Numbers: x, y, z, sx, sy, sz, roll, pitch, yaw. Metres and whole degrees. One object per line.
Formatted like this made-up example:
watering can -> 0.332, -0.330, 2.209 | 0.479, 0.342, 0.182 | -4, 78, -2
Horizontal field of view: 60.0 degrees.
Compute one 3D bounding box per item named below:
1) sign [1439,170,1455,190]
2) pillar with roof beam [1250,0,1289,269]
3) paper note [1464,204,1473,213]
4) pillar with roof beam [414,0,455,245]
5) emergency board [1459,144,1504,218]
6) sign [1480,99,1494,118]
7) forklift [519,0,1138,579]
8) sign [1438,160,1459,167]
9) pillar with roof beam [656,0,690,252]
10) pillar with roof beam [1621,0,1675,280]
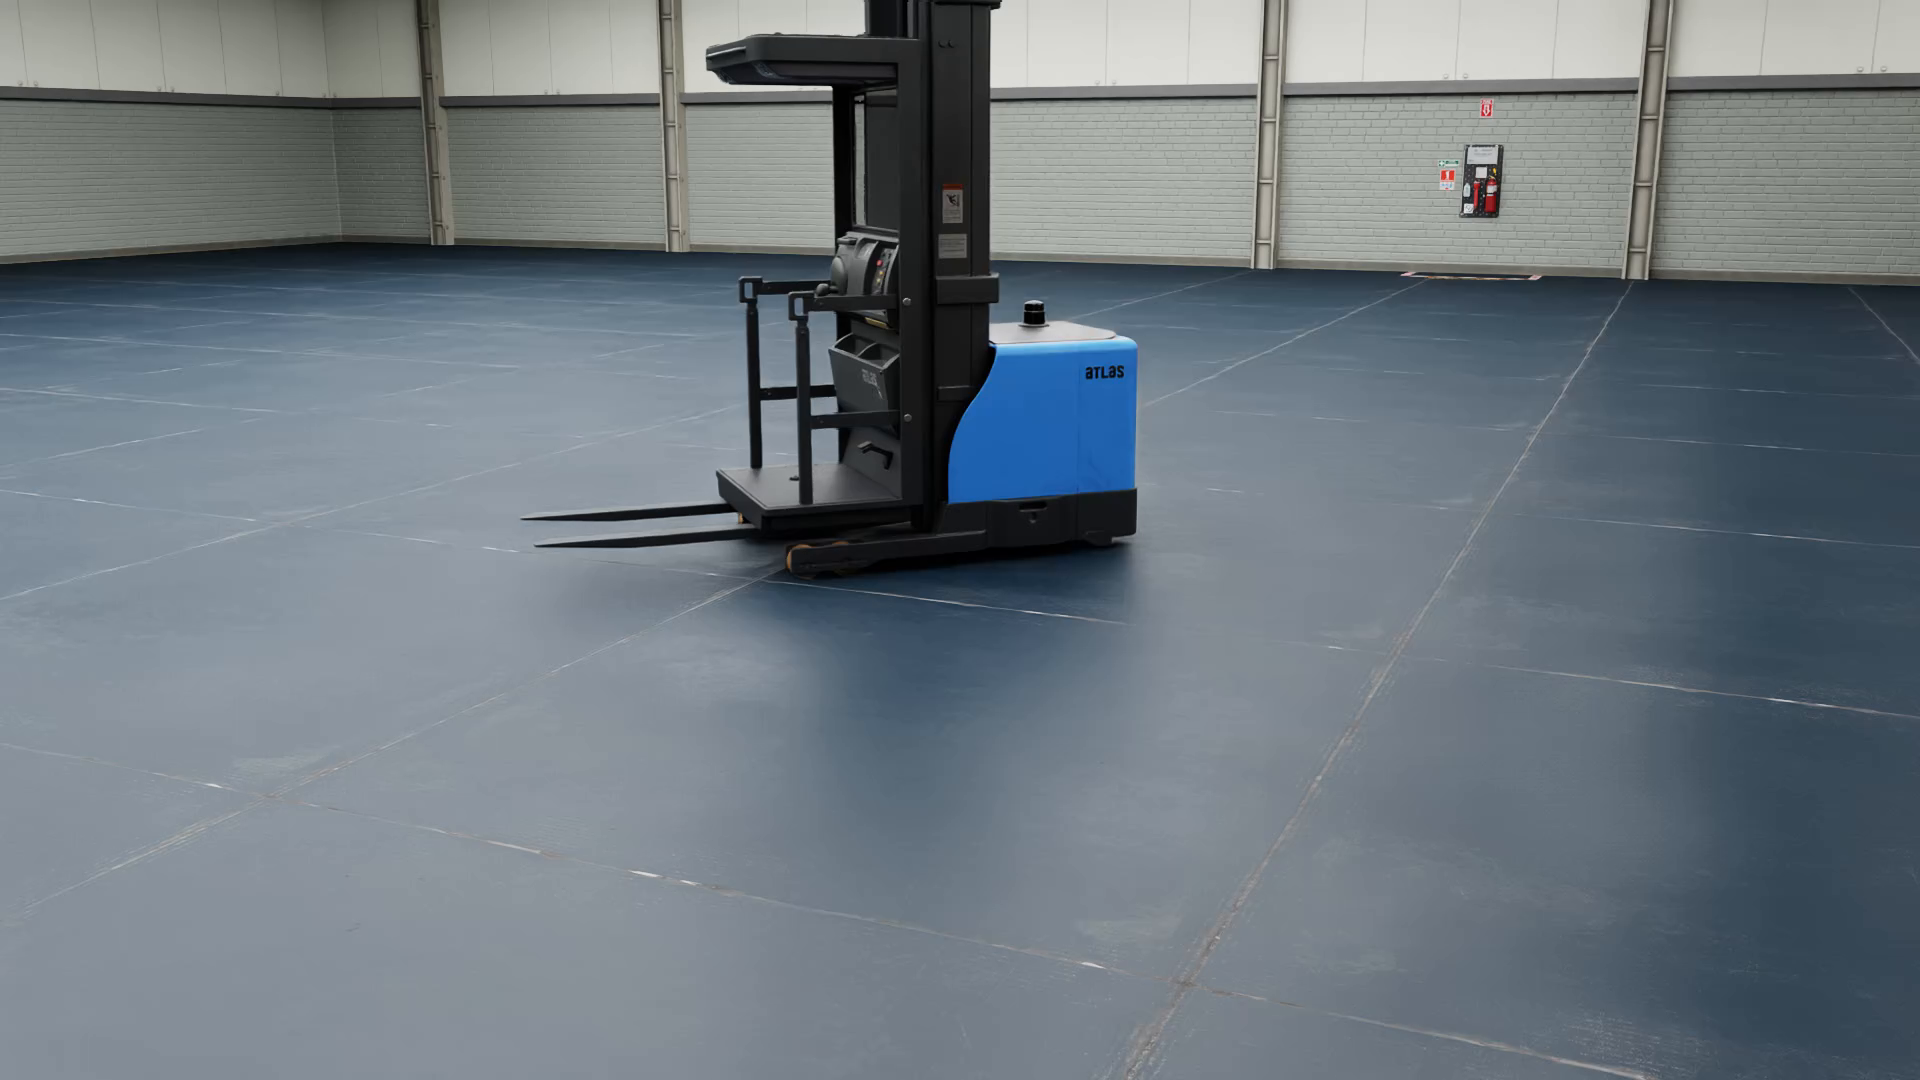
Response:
sign -> 8.055, -5.953, 27.482 | 0.234, 0.329, 0.001 | 6, 14, 23
pillar with roof beam -> 3.533, -8.203, 24.016 | 0.400, 9.000, 9.100 | 6, 14, 23
paper note -> 8.385, -5.465, 27.408 | 0.142, 0.148, 0.016 | 6, 14, 23
pillar with roof beam -> -12.924, -9.869, 31.114 | 0.400, 9.000, 9.100 | 6, 14, 23
emergency board -> 8.519, -5.863, 27.176 | 0.643, 1.169, 0.194 | 6, 14, 23
sign -> 8.552, -7.013, 27.003 | 0.199, 0.298, 0.001 | 6, 14, 23
forklift -> -0.658, -1.376, 8.201 | 3.031, 2.935, 1.130 | -5, 14, -20
sign -> 8.056, -6.209, 27.412 | 0.331, 0.109, 0.001 | 6, 14, 23
pillar with roof beam -> -7.438, -9.314, 28.748 | 0.400, 9.000, 9.100 | 6, 14, 23
pillar with roof beam -> 9.019, -7.648, 21.650 | 0.400, 9.000, 9.100 | 6, 14, 23
